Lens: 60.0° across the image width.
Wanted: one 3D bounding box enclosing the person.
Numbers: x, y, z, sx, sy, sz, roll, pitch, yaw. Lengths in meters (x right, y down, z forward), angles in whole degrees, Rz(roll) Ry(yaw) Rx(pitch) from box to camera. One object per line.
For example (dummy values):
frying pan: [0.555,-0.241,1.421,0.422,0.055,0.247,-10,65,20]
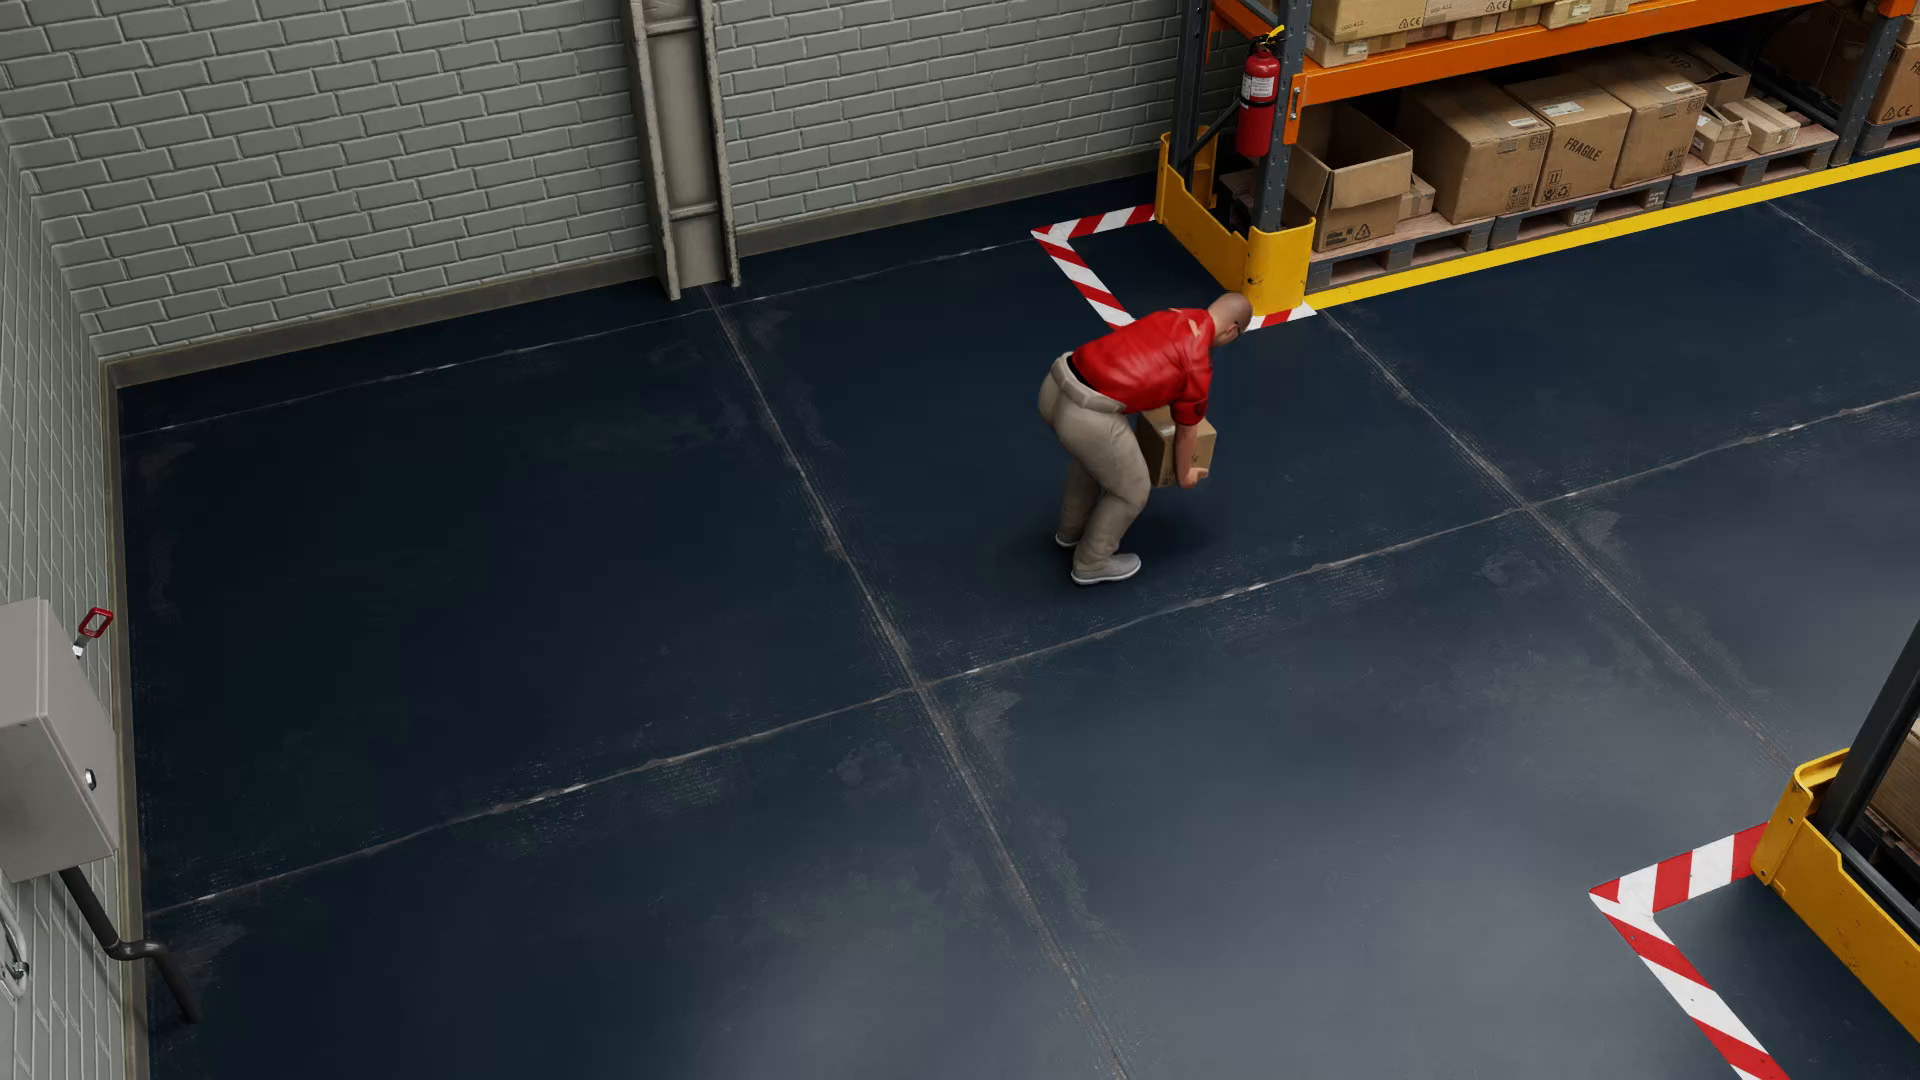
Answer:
person: [0.784,-0.425,7.088,0.940,1.156,0.485,-17,44,-18]
